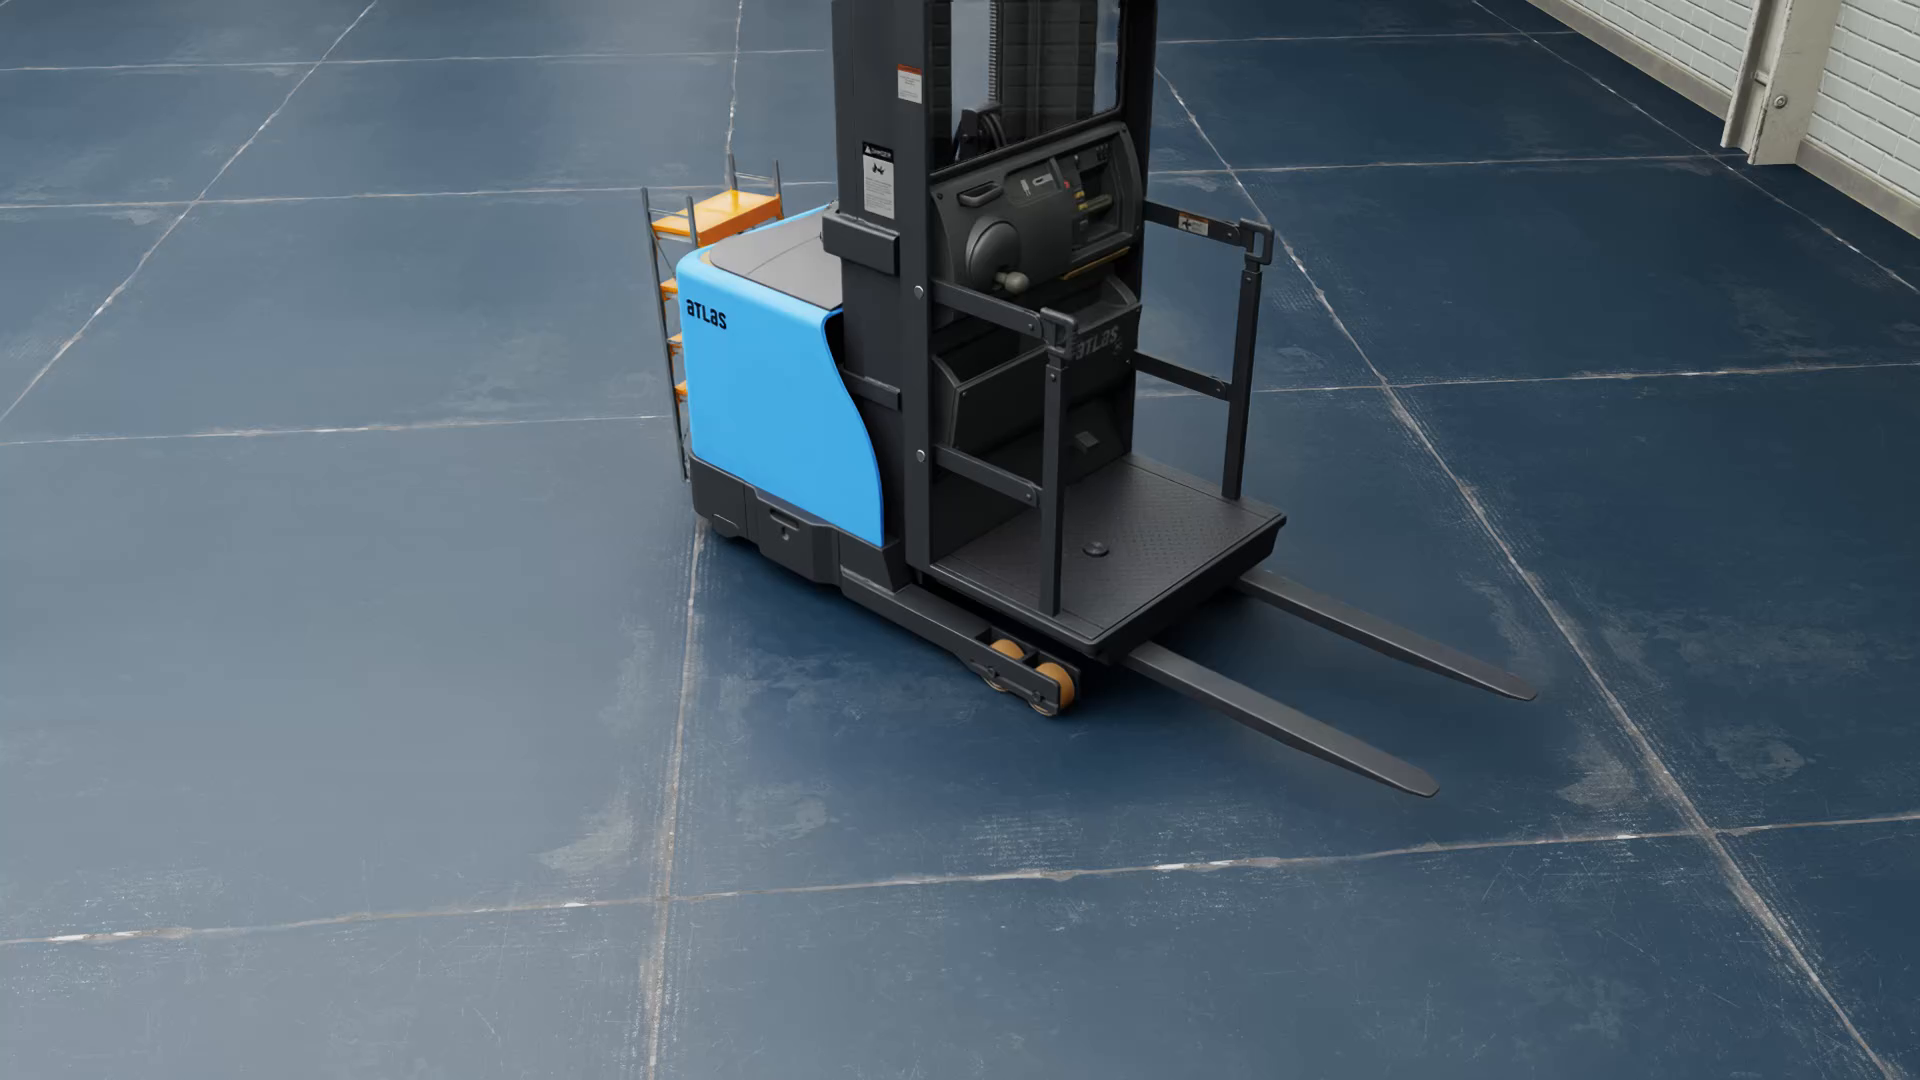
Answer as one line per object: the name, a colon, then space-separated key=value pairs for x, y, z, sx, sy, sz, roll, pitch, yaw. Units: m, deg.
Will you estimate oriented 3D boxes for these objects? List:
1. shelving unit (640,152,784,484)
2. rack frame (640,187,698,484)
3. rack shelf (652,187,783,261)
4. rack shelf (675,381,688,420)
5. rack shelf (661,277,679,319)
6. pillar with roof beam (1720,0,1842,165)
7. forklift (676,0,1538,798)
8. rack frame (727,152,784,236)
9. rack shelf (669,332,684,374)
shelving unit: x=-0.900 y=-0.838 z=6.470 sx=0.258 sy=1.200 sz=0.503 roll=16 pitch=34 yaw=30
rack frame: x=-1.034 y=-0.734 z=6.295 sx=0.240 sy=1.200 sz=0.015 roll=16 pitch=34 yaw=30
rack shelf: x=-0.918 y=-1.181 z=6.279 sx=0.258 sy=0.148 sz=0.480 roll=16 pitch=34 yaw=30
rack shelf: x=-0.888 y=-0.606 z=6.599 sx=0.258 sy=0.148 sz=0.480 roll=16 pitch=34 yaw=30
rack shelf: x=-0.907 y=-0.975 z=6.394 sx=0.258 sy=0.148 sz=0.480 roll=16 pitch=34 yaw=30
pillar with roof beam: x=0.630 y=-6.032 z=7.574 sx=9.100 sy=9.000 sz=0.400 roll=-3 pitch=31 yaw=-5
forklift: x=0.414 y=-1.003 z=5.070 sx=3.031 sy=2.935 sz=1.130 roll=25 pitch=39 yaw=35
rack frame: x=-0.766 y=-0.943 z=6.645 sx=0.240 sy=1.200 sz=0.015 roll=16 pitch=34 yaw=30
rack shelf: x=-0.897 y=-0.780 z=6.503 sx=0.258 sy=0.148 sz=0.480 roll=16 pitch=34 yaw=30
